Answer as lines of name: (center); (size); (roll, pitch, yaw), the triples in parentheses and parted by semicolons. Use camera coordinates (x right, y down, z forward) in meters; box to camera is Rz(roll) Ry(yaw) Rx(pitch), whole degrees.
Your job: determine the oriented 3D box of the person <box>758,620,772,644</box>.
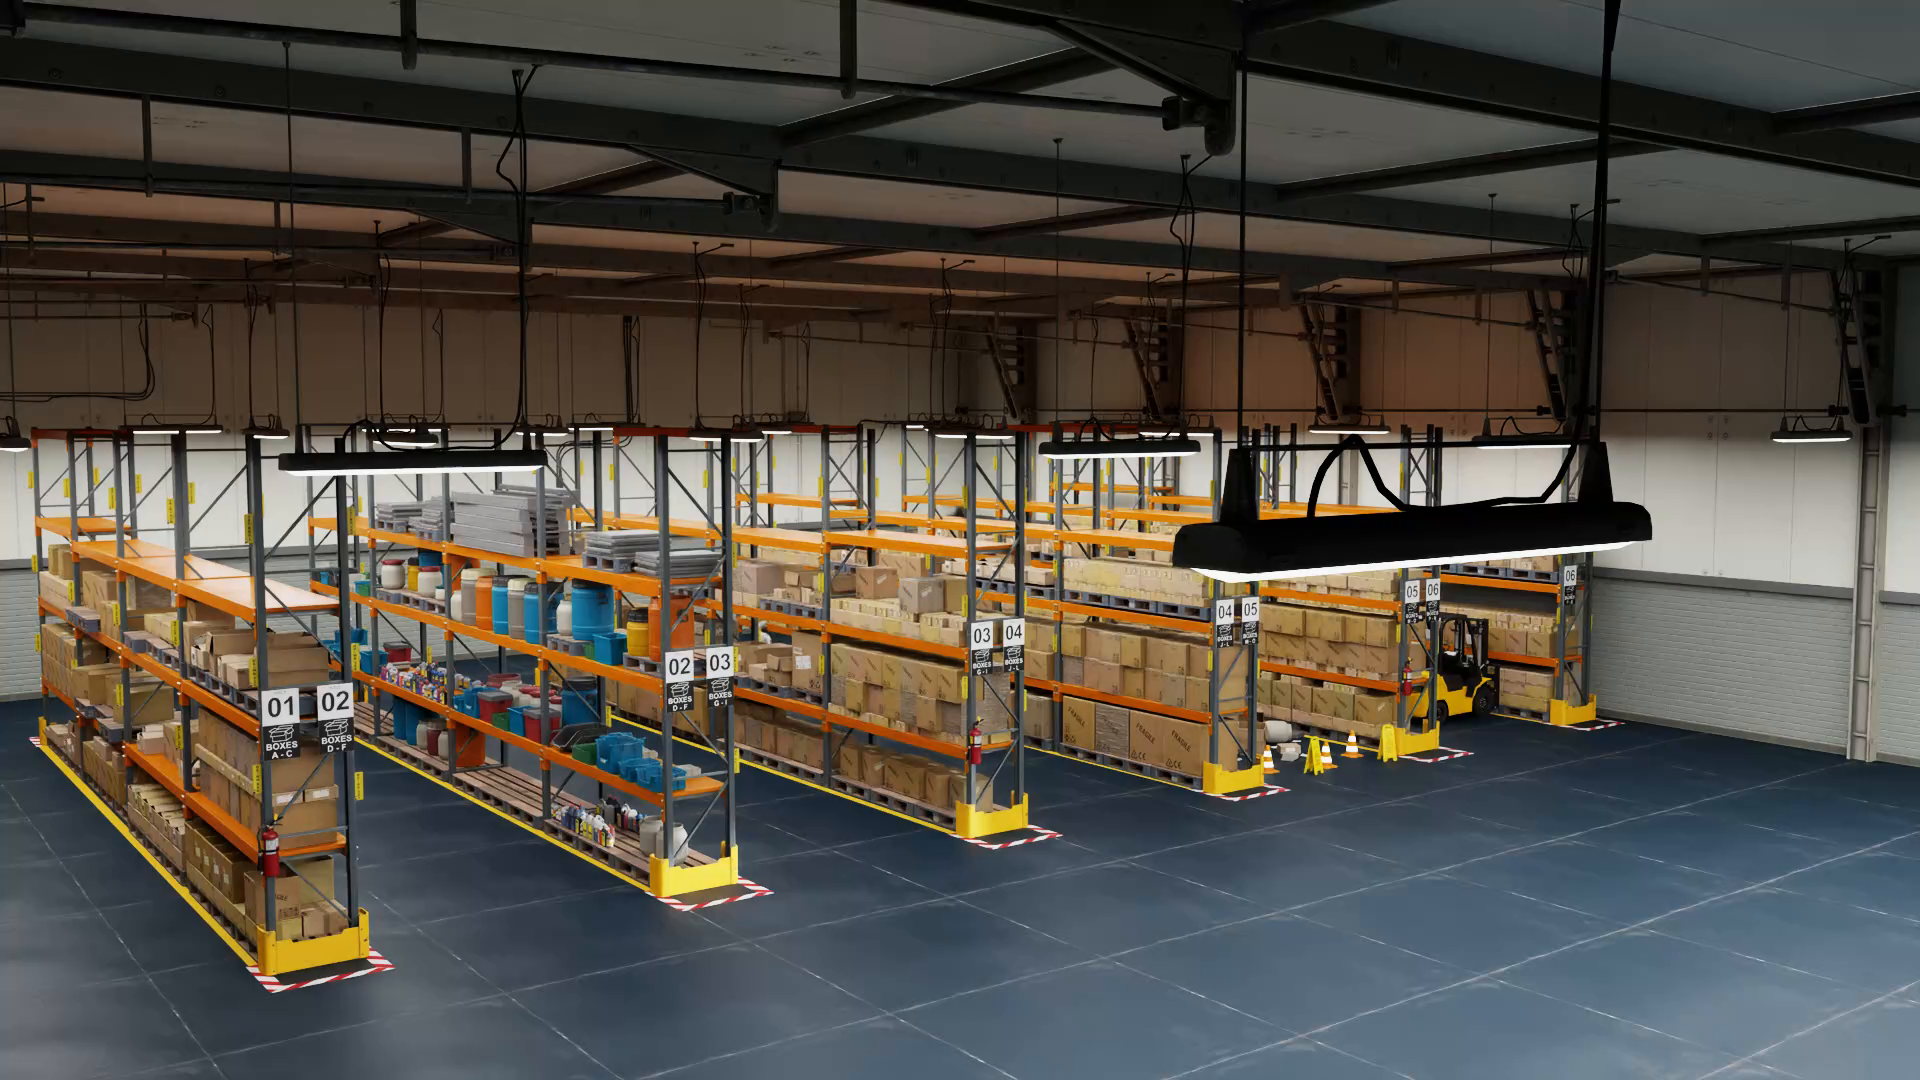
person: (-4.322, 2.606, 36.551); (0.456, 1.689, 0.437); (0, 4, -1)
